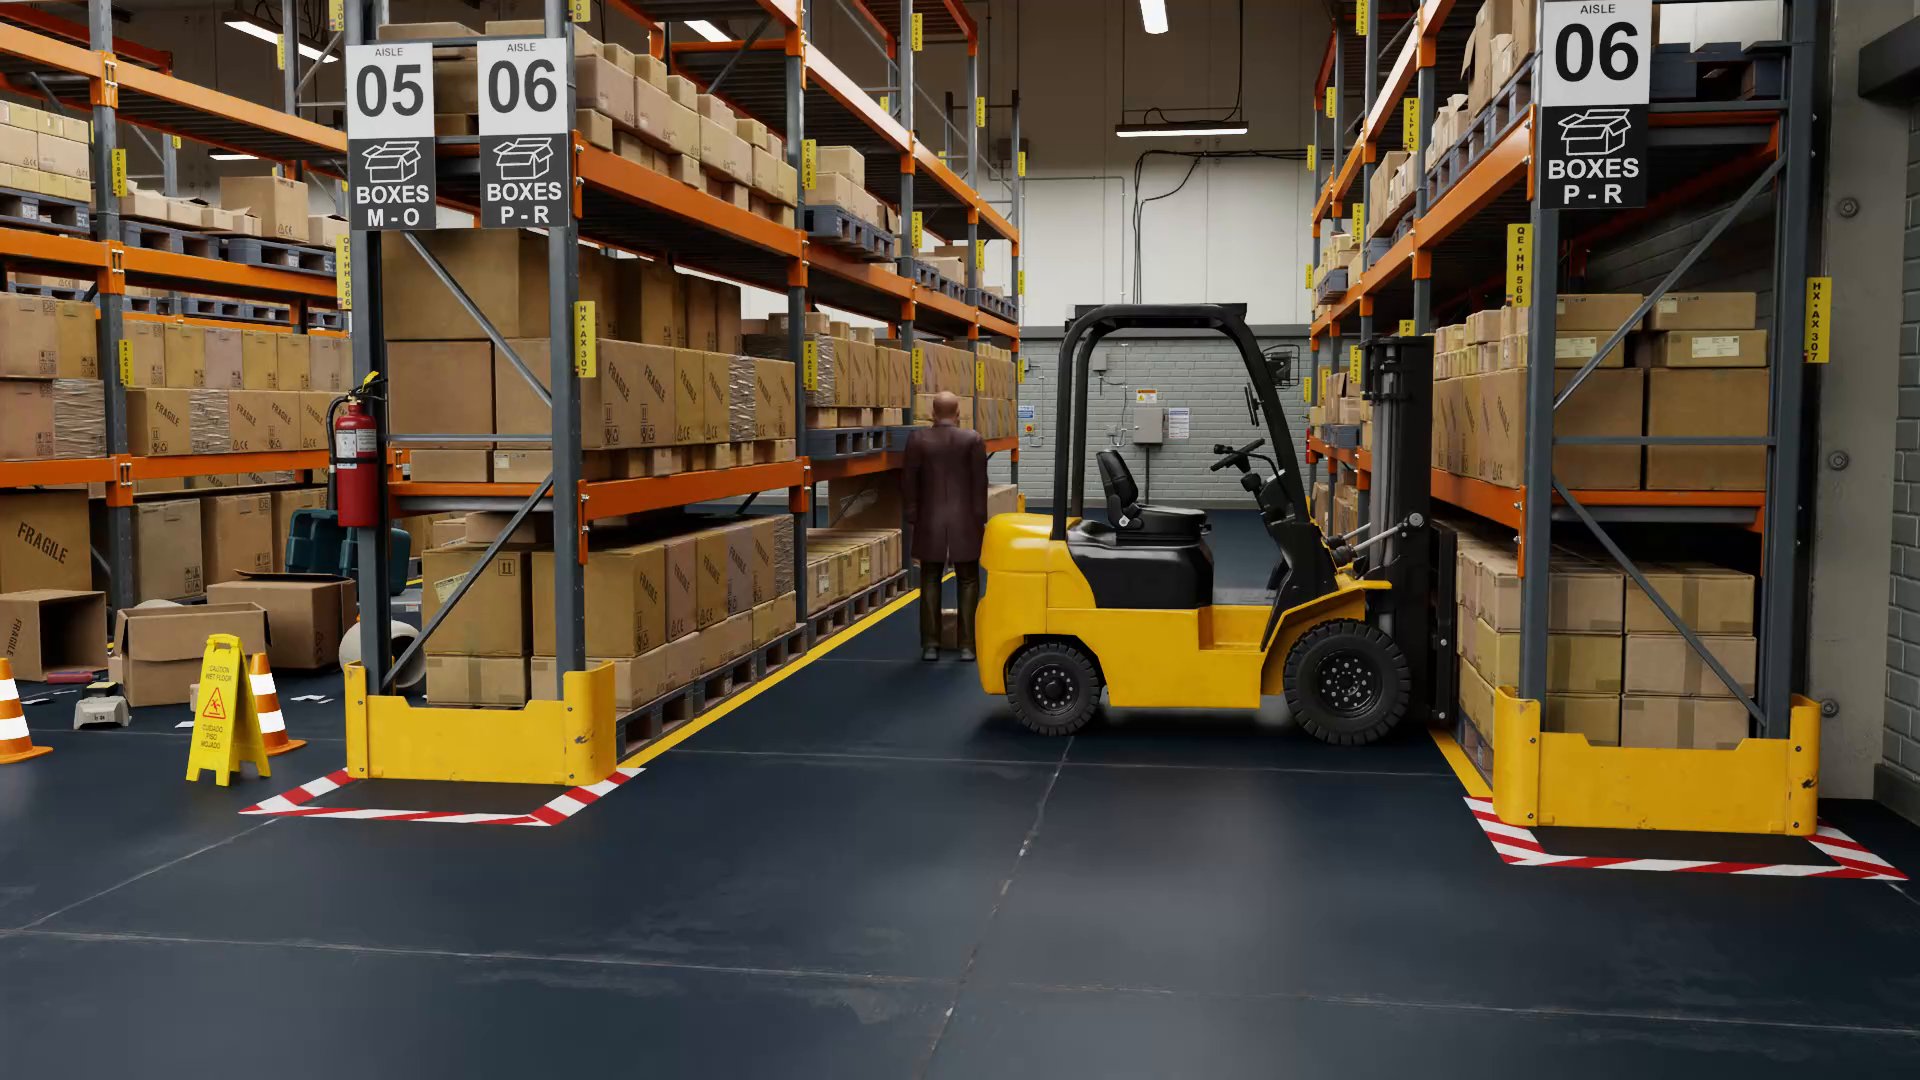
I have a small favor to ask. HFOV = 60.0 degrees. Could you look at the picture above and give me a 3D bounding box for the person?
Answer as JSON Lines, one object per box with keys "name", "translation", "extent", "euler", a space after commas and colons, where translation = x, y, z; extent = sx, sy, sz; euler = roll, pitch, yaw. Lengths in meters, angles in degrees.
{"name": "person", "translation": [-0.093, -0.058, 10.958], "extent": [0.569, 1.693, 0.381], "euler": [0, 4, 6]}
